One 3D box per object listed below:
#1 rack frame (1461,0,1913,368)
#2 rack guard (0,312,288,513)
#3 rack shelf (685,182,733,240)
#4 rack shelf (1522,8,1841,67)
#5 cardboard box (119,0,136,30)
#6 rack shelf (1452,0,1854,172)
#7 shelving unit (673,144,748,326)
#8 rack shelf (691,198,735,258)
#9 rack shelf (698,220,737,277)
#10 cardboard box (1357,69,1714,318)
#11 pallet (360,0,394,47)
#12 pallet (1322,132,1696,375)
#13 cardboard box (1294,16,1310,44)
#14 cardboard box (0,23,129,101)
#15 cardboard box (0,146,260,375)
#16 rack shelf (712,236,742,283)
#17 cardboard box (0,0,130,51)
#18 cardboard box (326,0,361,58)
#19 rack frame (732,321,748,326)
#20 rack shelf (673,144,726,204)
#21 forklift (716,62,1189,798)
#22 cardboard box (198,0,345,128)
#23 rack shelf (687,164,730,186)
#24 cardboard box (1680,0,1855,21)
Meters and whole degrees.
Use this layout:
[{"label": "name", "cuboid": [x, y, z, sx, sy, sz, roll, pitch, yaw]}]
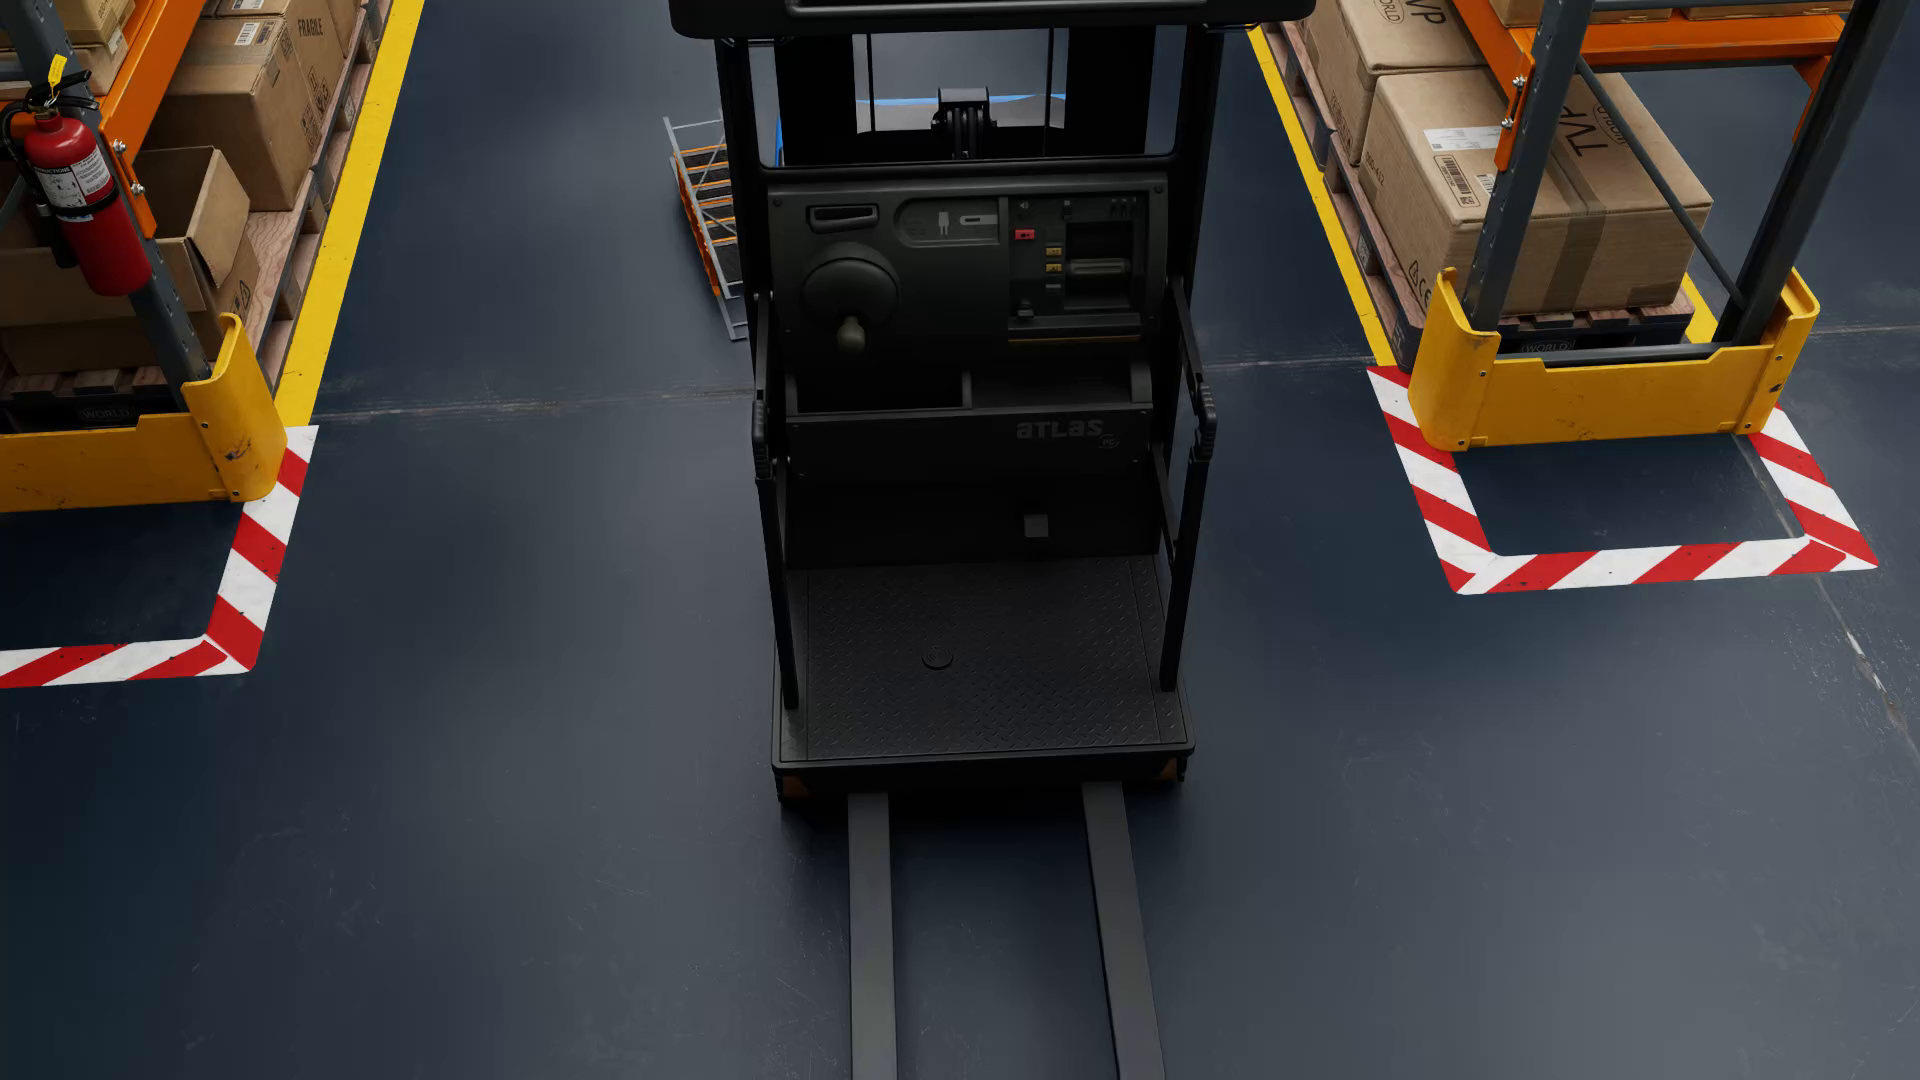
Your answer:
[{"label": "rack frame", "cuboid": [2.128, -1.498, 4.603, 1.000, 3.000, 0.127, -3, 47, -3]}, {"label": "rack guard", "cuboid": [-2.824, -0.389, 5.274, 1.175, 0.500, 0.348, -3, 47, -3]}, {"label": "rack shelf", "cuboid": [-0.902, -1.266, 6.315, 0.258, 0.180, 0.103, -13, 48, -12]}, {"label": "rack shelf", "cuboid": [4.423, -4.580, 4.622, 5.869, 4.714, 3.910, -3, 47, -3]}, {"label": "cardboard box", "cuboid": [-2.639, -1.543, 4.819, 0.380, 0.149, 0.250, -2, 47, -2]}, {"label": "rack shelf", "cuboid": [1.961, -2.698, 6.235, 1.077, 0.370, 4.000, -3, 47, -3]}, {"label": "shelving unit", "cuboid": [-0.879, -1.213, 6.267, 0.258, 0.183, 1.046, -13, 48, -12]}, {"label": "rack shelf", "cuboid": [-0.866, -1.183, 6.237, 0.258, 0.180, 0.103, -13, 48, -12]}, {"label": "rack shelf", "cuboid": [-0.830, -1.100, 6.158, 0.258, 0.180, 0.103, -13, 48, -12]}, {"label": "cardboard box", "cuboid": [1.974, -1.233, 5.827, 0.875, 0.438, 0.875, -5, 47, -5]}, {"label": "pallet", "cuboid": [-3.096, -2.632, 7.598, 1.003, 0.211, 1.213, -3, 47, -3]}, {"label": "pallet", "cuboid": [1.984, -1.113, 6.159, 1.003, 0.211, 1.213, -3, 47, -3]}, {"label": "cardboard box", "cuboid": [1.815, -2.547, 7.072, 0.875, 0.438, 0.875, -5, 47, -4]}, {"label": "cardboard box", "cuboid": [-2.572, -1.362, 4.647, 0.380, 0.149, 0.250, -4, 47, -4]}, {"label": "cardboard box", "cuboid": [-2.774, -0.928, 5.493, 0.797, 0.503, 0.637, -5, 47, -5]}, {"label": "rack shelf", "cuboid": [-0.802, -1.035, 6.097, 0.221, 0.171, 0.034, -13, 48, -12]}, {"label": "cardboard box", "cuboid": [-2.587, -1.589, 4.588, 0.500, 0.250, 0.500, -3, 47, -3]}, {"label": "cardboard box", "cuboid": [-2.894, -2.299, 6.794, 0.700, 0.500, 0.500, -5, 47, -5]}, {"label": "rack frame", "cuboid": [-0.880, -1.150, 6.332, 0.228, 0.002, 1.046, -13, 48, -12]}, {"label": "rack shelf", "cuboid": [-0.974, -1.432, 6.473, 0.258, 0.180, 0.103, -13, 48, -12]}, {"label": "forklift", "cuboid": [13.346, -7.085, 5.763, 28.412, 9.000, 11.522, -2, 47, -2]}, {"label": "cardboard box", "cuboid": [-2.752, -1.936, 6.450, 0.500, 0.500, 0.500, -3, 47, -3]}, {"label": "rack shelf", "cuboid": [-0.944, -1.363, 6.407, 0.199, 0.166, 0.020, -13, 48, -12]}, {"label": "cardboard box", "cuboid": [2.374, -1.897, 4.912, 0.500, 0.500, 0.500, -4, 47, -4]}]
